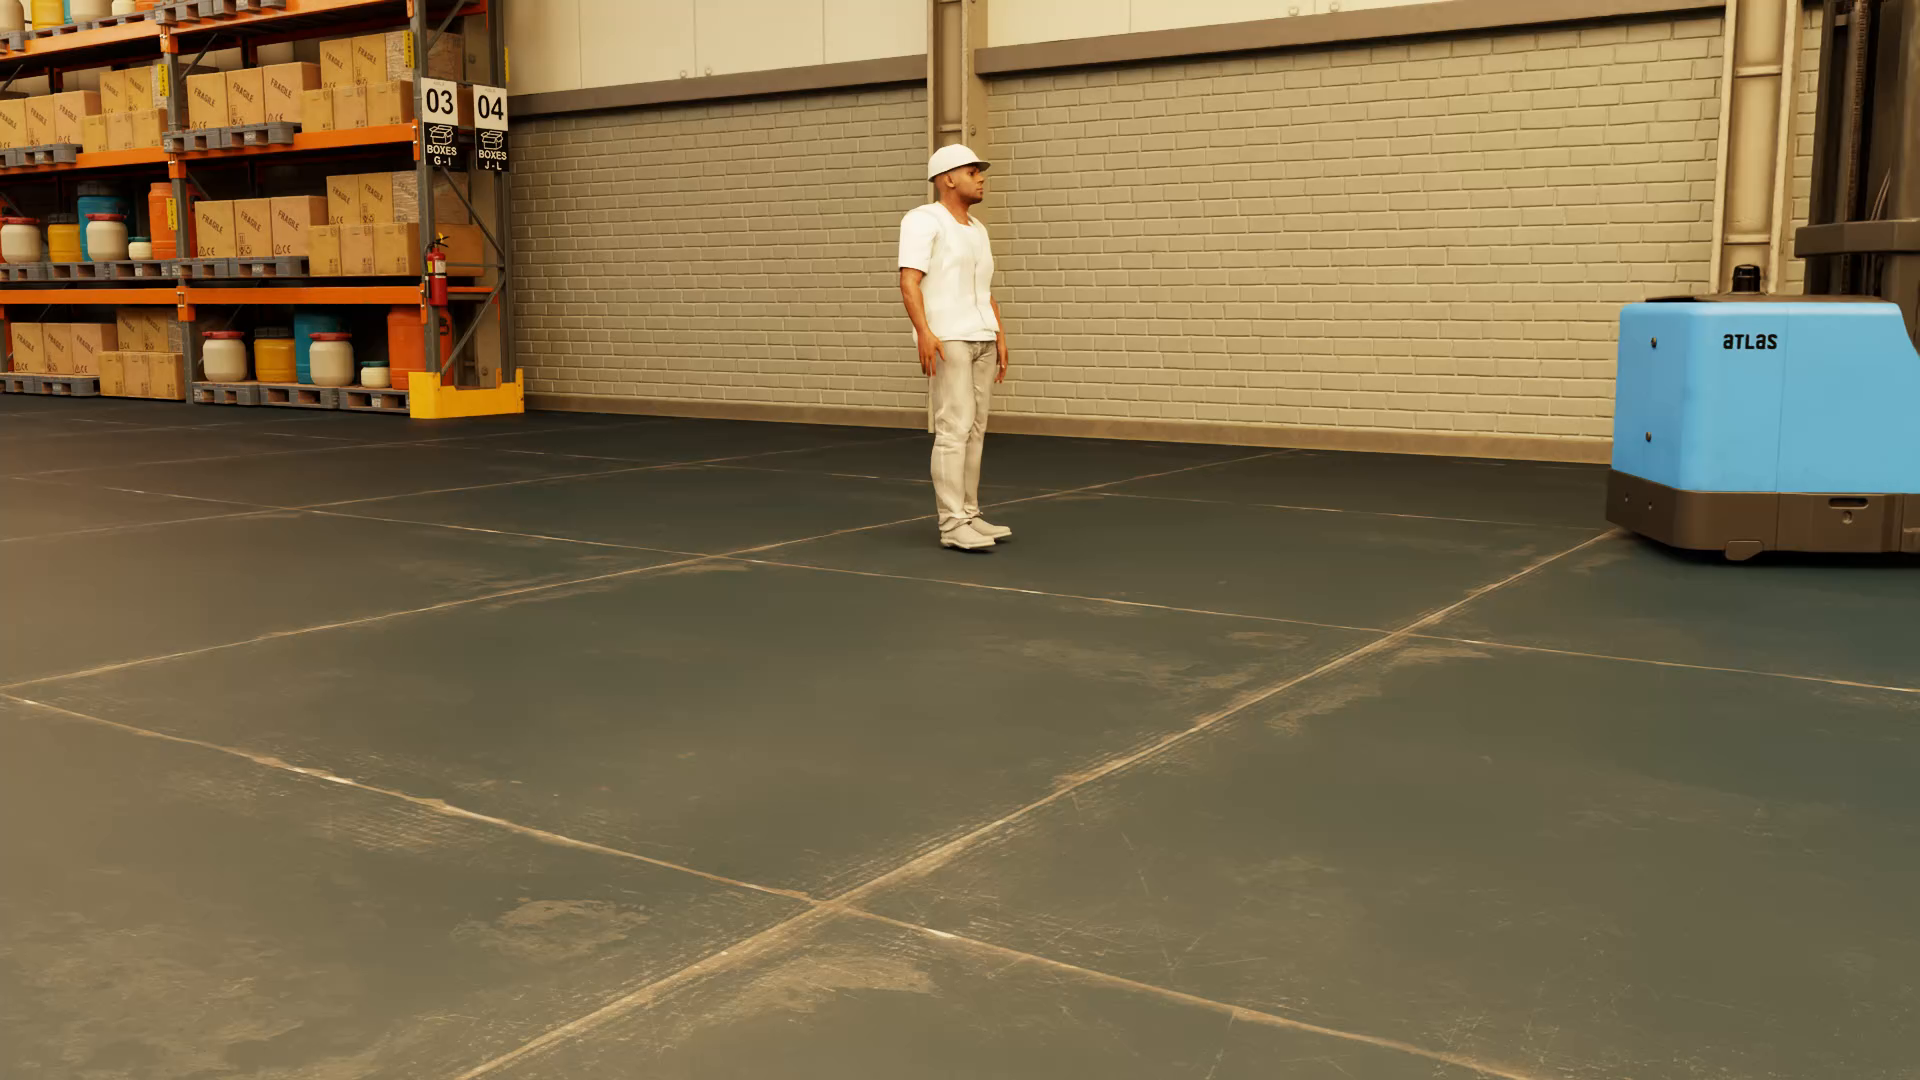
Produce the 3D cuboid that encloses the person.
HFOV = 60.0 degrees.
[{"bbox_3d":[0.055,-0.875,7.435,0.575,1.768,0.666,5,10,34],"label":"person"}]

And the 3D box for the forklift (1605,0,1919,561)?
[{"bbox_3d":[4.491,-1.398,7.027,3.031,2.935,1.130,1,8,4],"label":"forklift"}]
